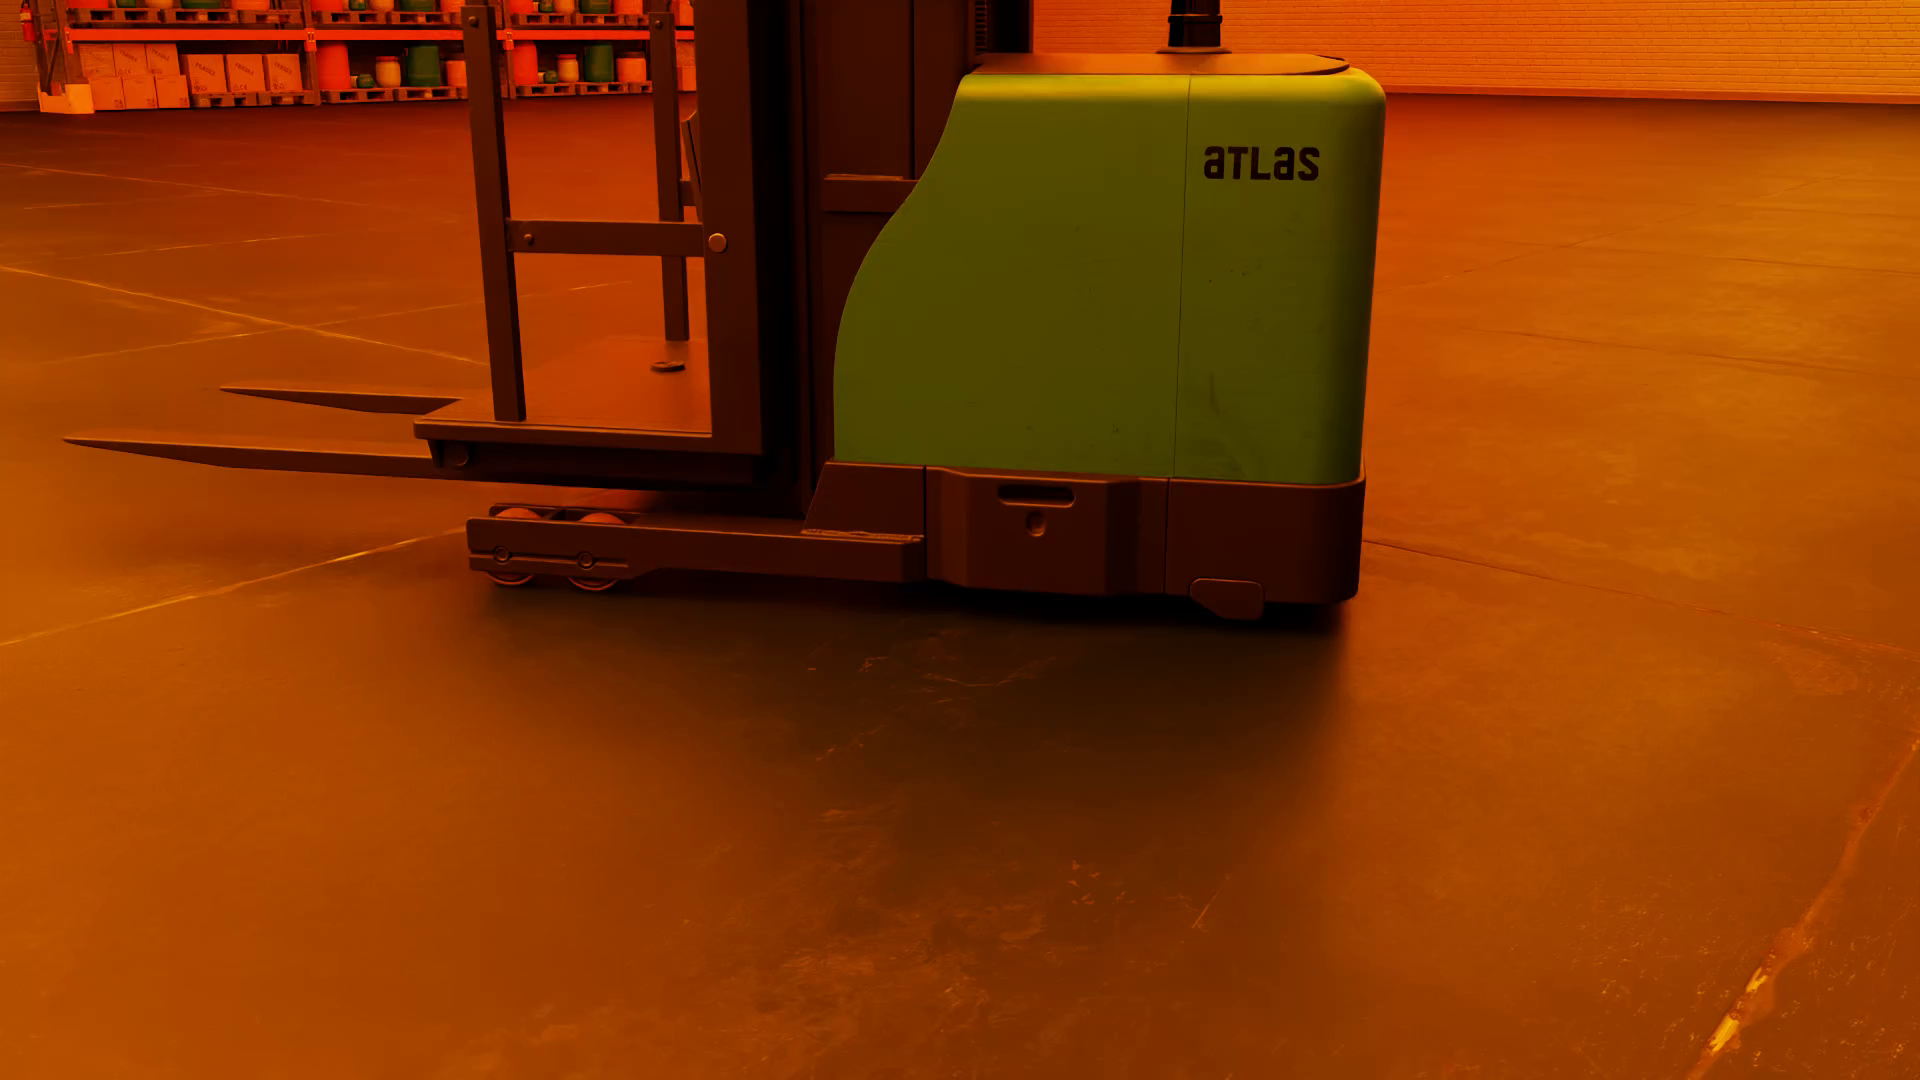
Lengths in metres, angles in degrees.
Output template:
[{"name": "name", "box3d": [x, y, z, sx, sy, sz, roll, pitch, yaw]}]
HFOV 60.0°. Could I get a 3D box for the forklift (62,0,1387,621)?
[{"name": "forklift", "box3d": [-0.598, -1.438, 3.633, 3.031, 2.935, 1.130, 3, 17, 11]}]
